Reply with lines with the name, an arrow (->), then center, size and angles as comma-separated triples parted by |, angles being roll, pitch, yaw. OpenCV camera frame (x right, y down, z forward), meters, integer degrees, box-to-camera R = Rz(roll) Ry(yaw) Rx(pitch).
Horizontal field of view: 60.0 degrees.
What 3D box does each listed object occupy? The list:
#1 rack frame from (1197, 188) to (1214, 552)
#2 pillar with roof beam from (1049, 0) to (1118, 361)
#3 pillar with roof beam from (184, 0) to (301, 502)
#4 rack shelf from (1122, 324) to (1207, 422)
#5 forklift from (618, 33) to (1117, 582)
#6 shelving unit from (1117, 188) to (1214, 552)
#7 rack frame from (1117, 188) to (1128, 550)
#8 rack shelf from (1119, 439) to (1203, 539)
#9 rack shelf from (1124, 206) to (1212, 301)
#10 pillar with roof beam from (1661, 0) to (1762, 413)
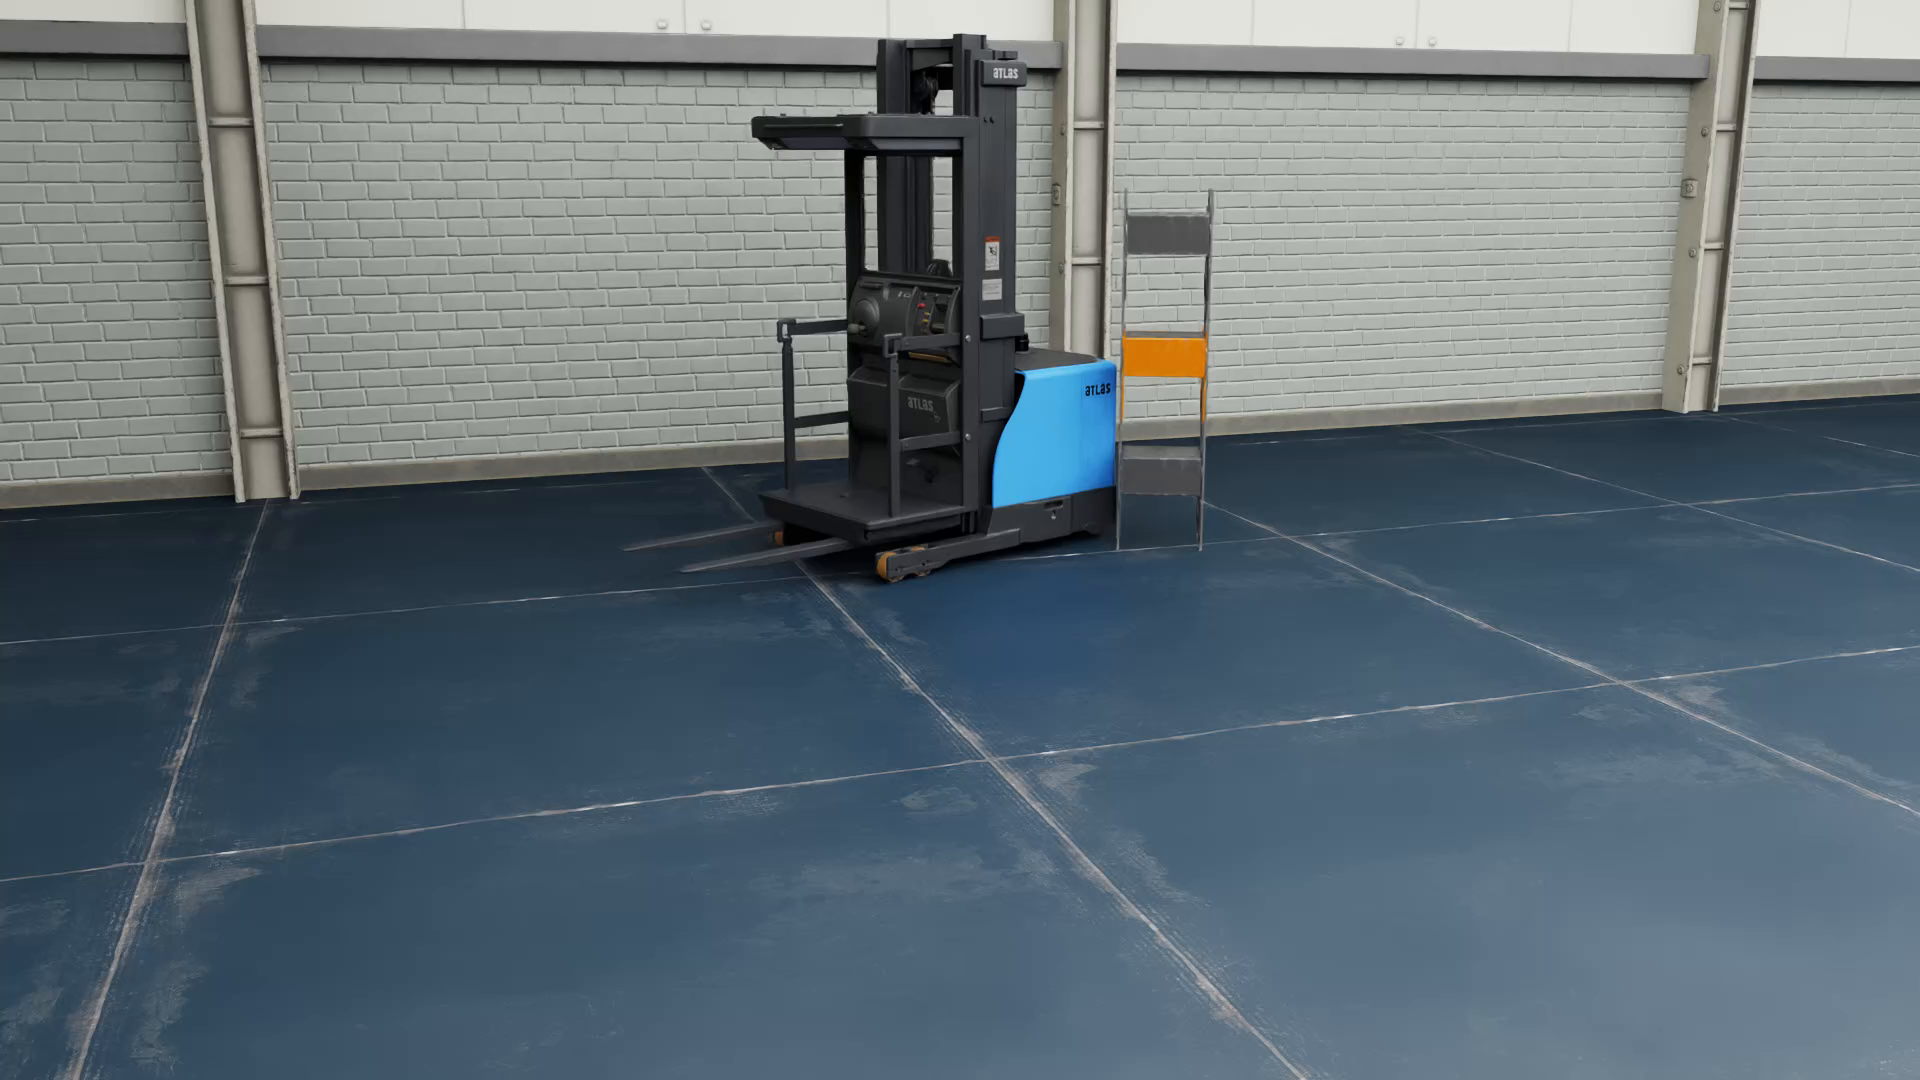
rack frame -> 1.446, -0.997, 9.798 | 0.015, 2.100, 0.400 | 1, 13, 6
pillar with roof beam -> 2.316, -4.178, 8.261 | 0.400, 9.000, 9.100 | -4, 14, -18
pillar with roof beam -> -3.371, -3.735, 6.399 | 0.400, 9.000, 9.100 | -4, 14, -18
rack shelf -> 1.203, -0.990, 9.826 | 0.480, 0.518, 0.431 | 1, 13, 6
forklift -> -0.482, -1.331, 9.404 | 3.031, 2.935, 1.130 | -11, 17, -39
shelving unit -> 1.203, -1.003, 9.823 | 0.503, 2.100, 0.431 | 1, 13, 6
rack frame -> 0.961, -1.009, 9.848 | 0.015, 2.100, 0.400 | 1, 13, 6
rack shelf -> 1.203, -0.309, 9.988 | 0.480, 0.518, 0.431 | 1, 13, 6
rack shelf -> 1.203, -1.671, 9.664 | 0.480, 0.518, 0.431 | 1, 13, 6
pillar with roof beam -> 8.002, -4.621, 10.123 | 0.400, 9.000, 9.100 | -4, 14, -18
